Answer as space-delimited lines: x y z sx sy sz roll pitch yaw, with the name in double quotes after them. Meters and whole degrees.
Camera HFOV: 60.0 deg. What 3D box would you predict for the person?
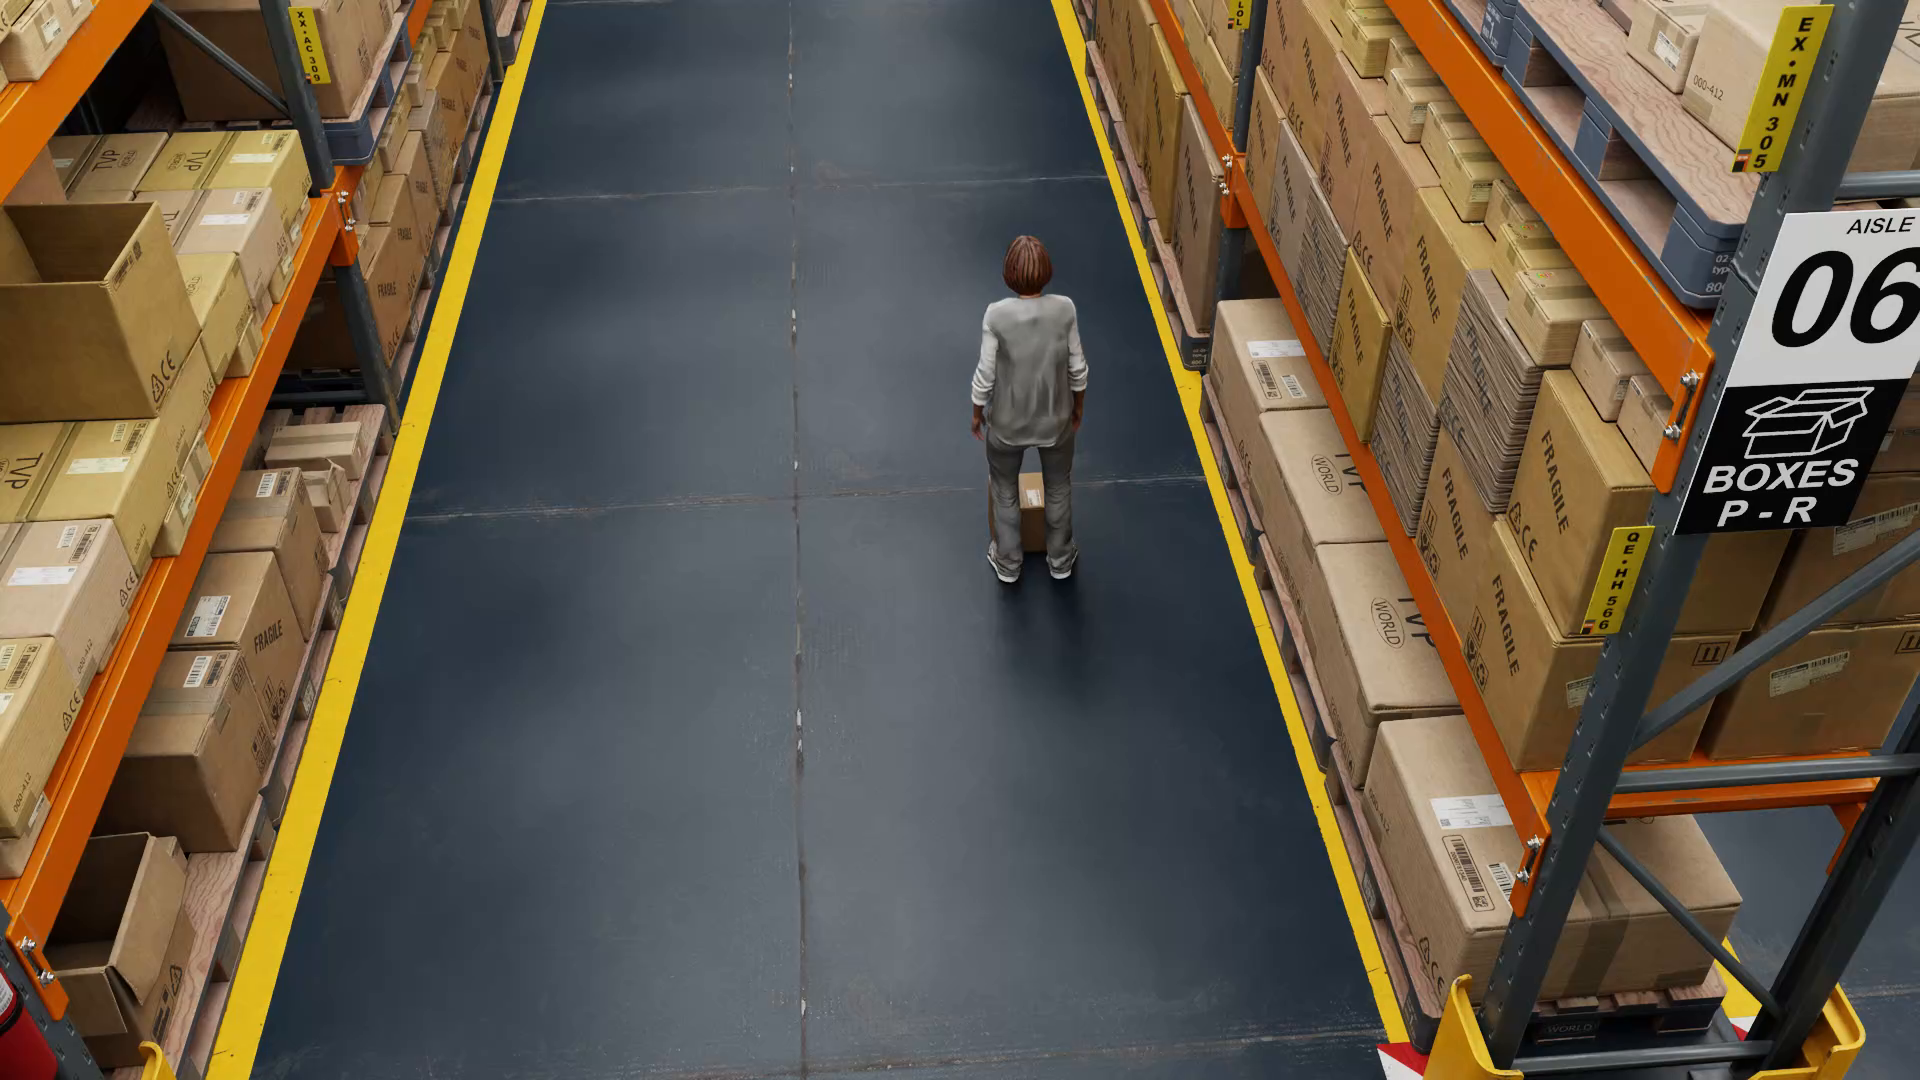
0.284 -0.487 6.750 0.482 1.594 0.341 -4 40 -5 "person"
